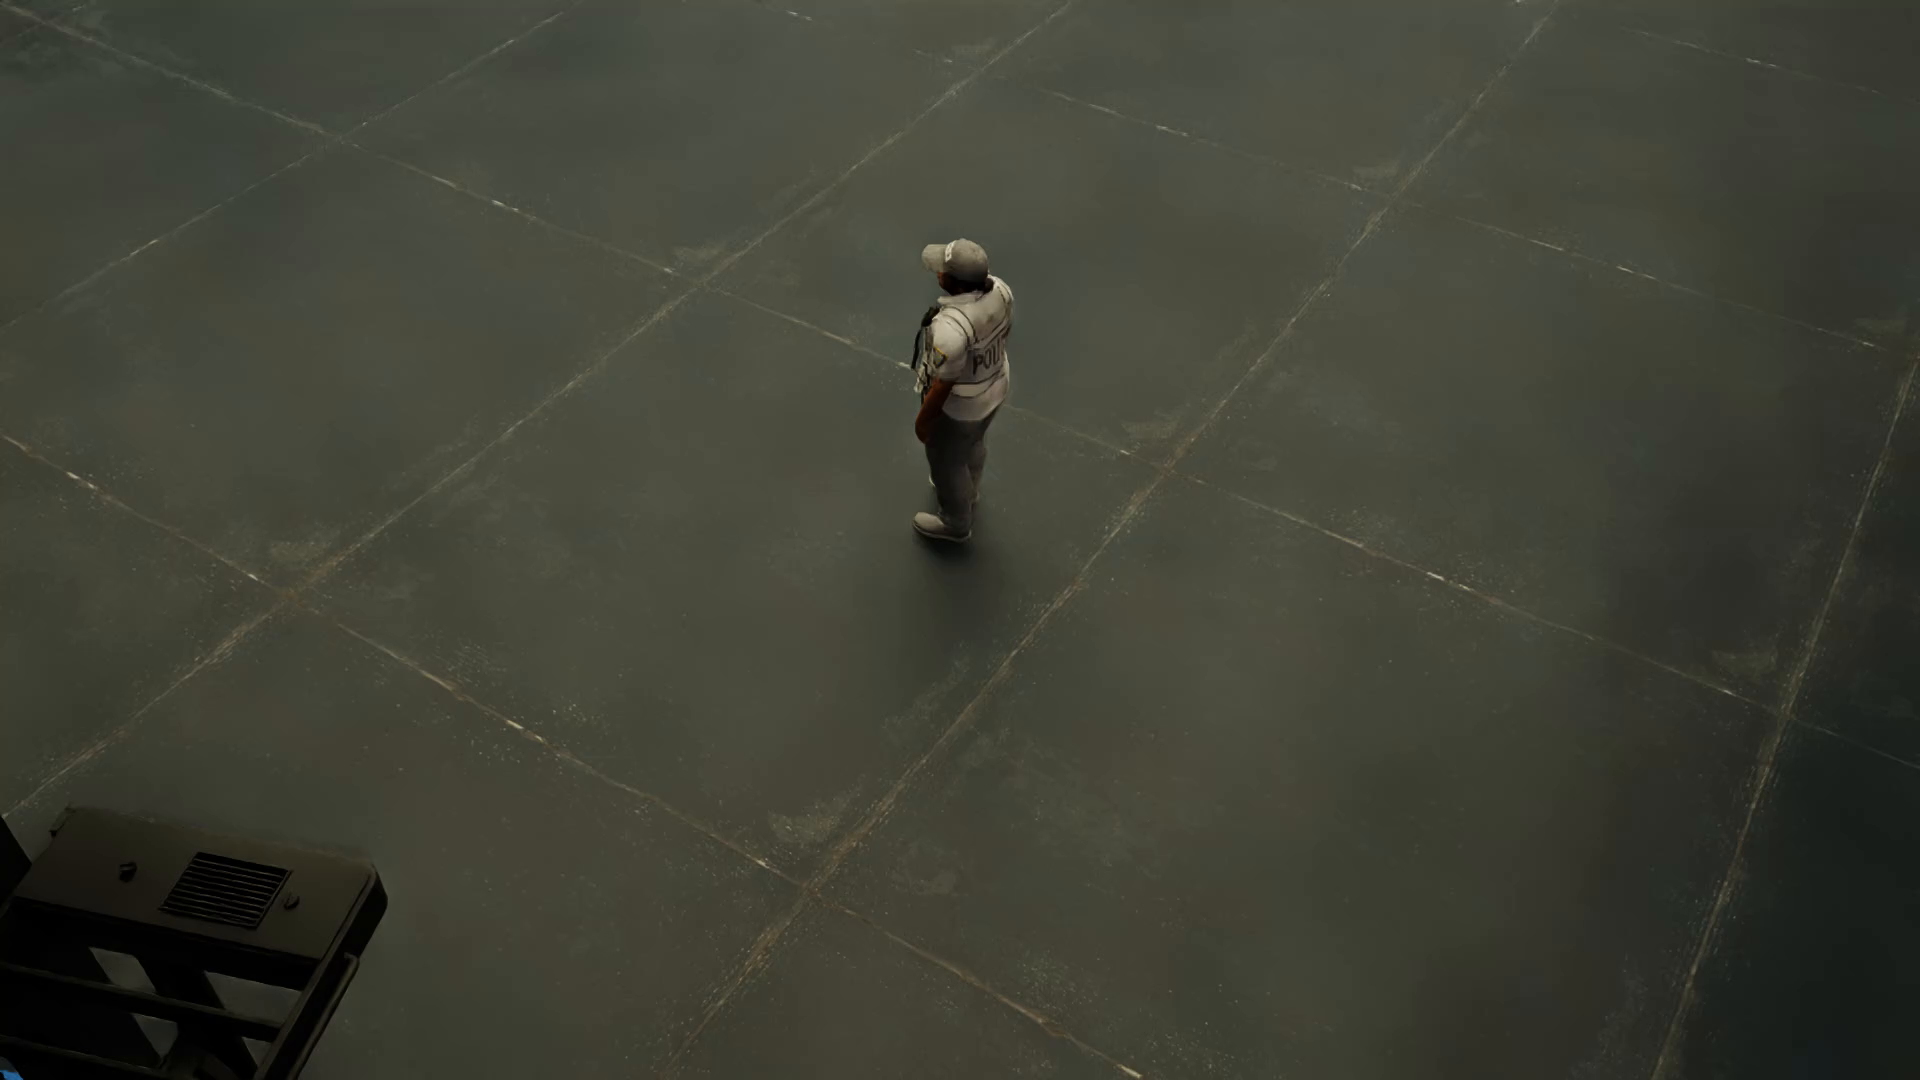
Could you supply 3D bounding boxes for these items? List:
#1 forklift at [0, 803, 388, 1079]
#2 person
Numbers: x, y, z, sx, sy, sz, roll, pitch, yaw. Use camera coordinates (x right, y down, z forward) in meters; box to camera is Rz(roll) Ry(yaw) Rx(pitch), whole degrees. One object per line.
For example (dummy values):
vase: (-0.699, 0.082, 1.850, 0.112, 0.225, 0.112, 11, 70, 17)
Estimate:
forklift: (-1.819, 1.742, 4.011, 3.031, 2.935, 1.130, 9, 44, 9)
person: (-0.052, -0.680, 7.417, 0.529, 1.669, 0.598, 24, 48, 23)
